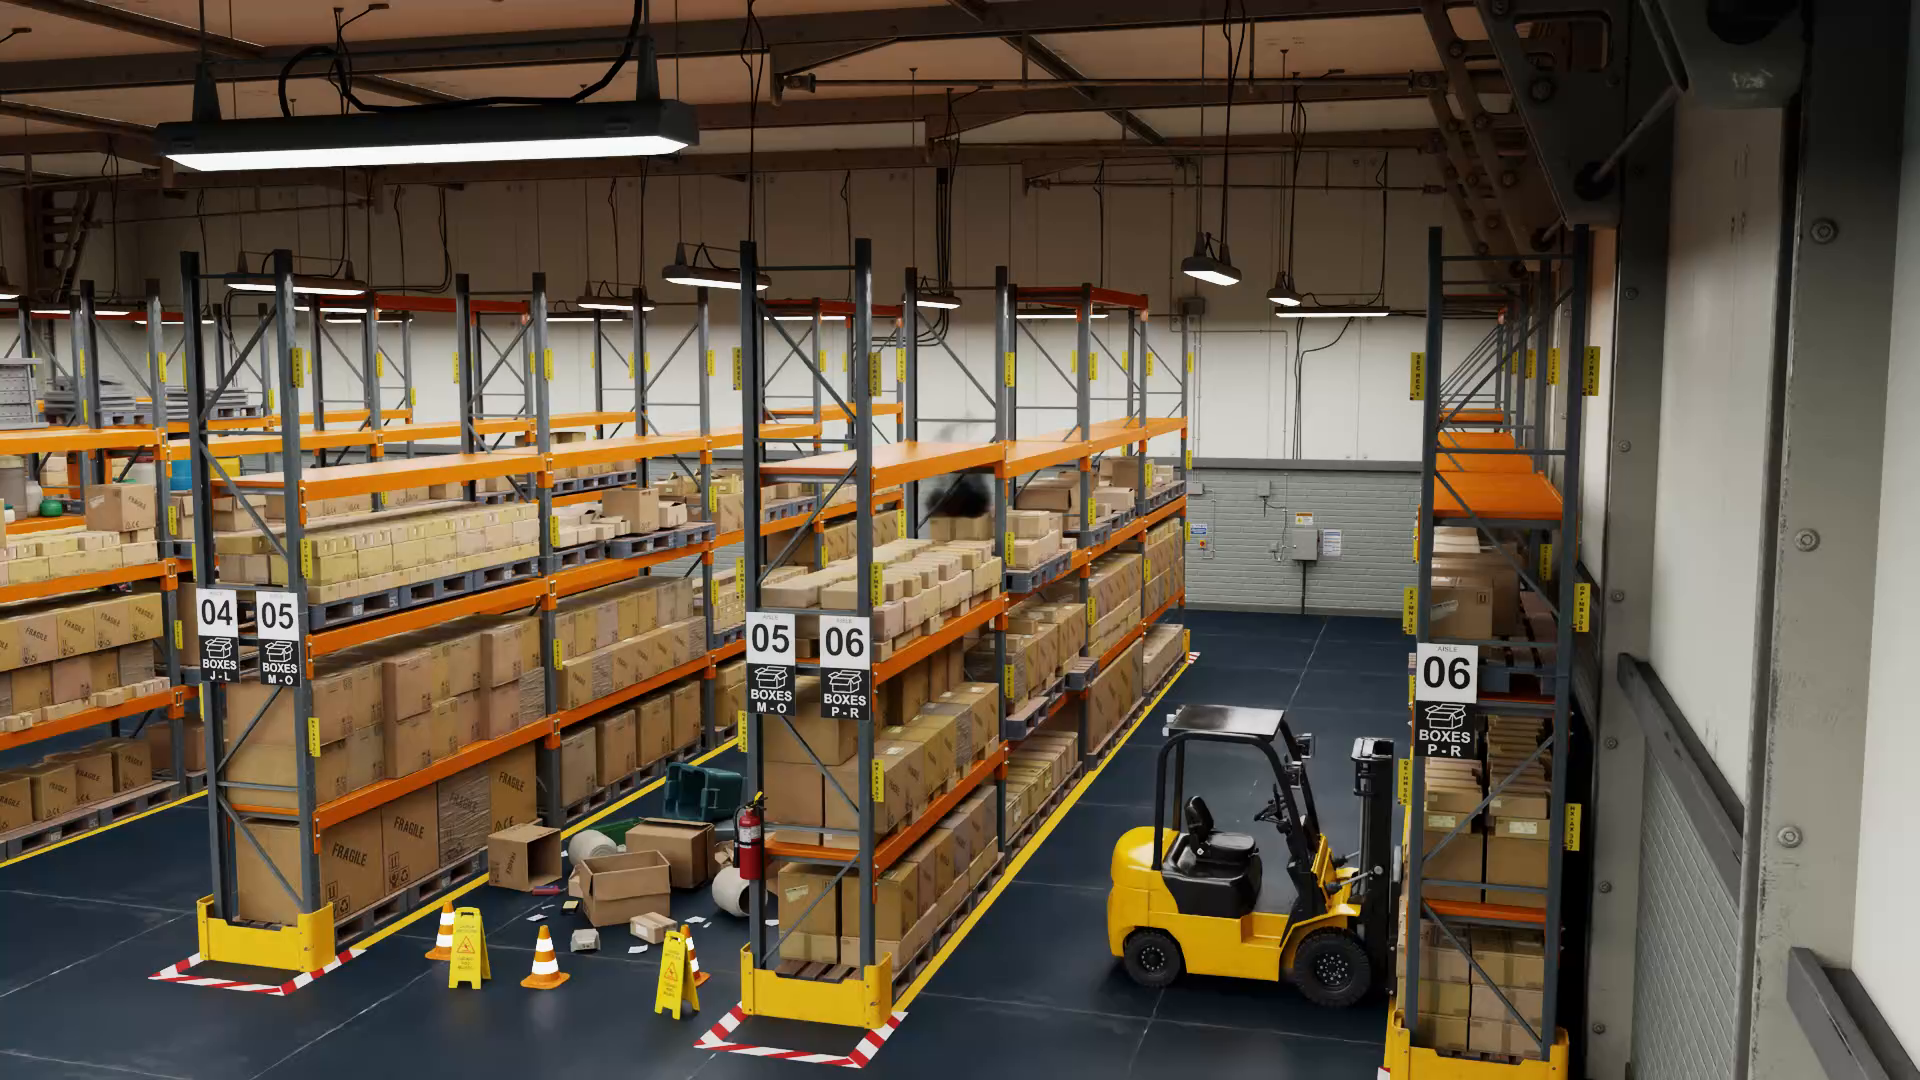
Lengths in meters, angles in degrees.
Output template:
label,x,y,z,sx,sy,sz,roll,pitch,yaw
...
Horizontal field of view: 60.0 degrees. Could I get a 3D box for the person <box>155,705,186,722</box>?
label,x,y,z,sx,sy,sz,roll,pitch,yaw
person,-10.561,1.843,22.027,0.674,1.719,0.524,2,7,16
